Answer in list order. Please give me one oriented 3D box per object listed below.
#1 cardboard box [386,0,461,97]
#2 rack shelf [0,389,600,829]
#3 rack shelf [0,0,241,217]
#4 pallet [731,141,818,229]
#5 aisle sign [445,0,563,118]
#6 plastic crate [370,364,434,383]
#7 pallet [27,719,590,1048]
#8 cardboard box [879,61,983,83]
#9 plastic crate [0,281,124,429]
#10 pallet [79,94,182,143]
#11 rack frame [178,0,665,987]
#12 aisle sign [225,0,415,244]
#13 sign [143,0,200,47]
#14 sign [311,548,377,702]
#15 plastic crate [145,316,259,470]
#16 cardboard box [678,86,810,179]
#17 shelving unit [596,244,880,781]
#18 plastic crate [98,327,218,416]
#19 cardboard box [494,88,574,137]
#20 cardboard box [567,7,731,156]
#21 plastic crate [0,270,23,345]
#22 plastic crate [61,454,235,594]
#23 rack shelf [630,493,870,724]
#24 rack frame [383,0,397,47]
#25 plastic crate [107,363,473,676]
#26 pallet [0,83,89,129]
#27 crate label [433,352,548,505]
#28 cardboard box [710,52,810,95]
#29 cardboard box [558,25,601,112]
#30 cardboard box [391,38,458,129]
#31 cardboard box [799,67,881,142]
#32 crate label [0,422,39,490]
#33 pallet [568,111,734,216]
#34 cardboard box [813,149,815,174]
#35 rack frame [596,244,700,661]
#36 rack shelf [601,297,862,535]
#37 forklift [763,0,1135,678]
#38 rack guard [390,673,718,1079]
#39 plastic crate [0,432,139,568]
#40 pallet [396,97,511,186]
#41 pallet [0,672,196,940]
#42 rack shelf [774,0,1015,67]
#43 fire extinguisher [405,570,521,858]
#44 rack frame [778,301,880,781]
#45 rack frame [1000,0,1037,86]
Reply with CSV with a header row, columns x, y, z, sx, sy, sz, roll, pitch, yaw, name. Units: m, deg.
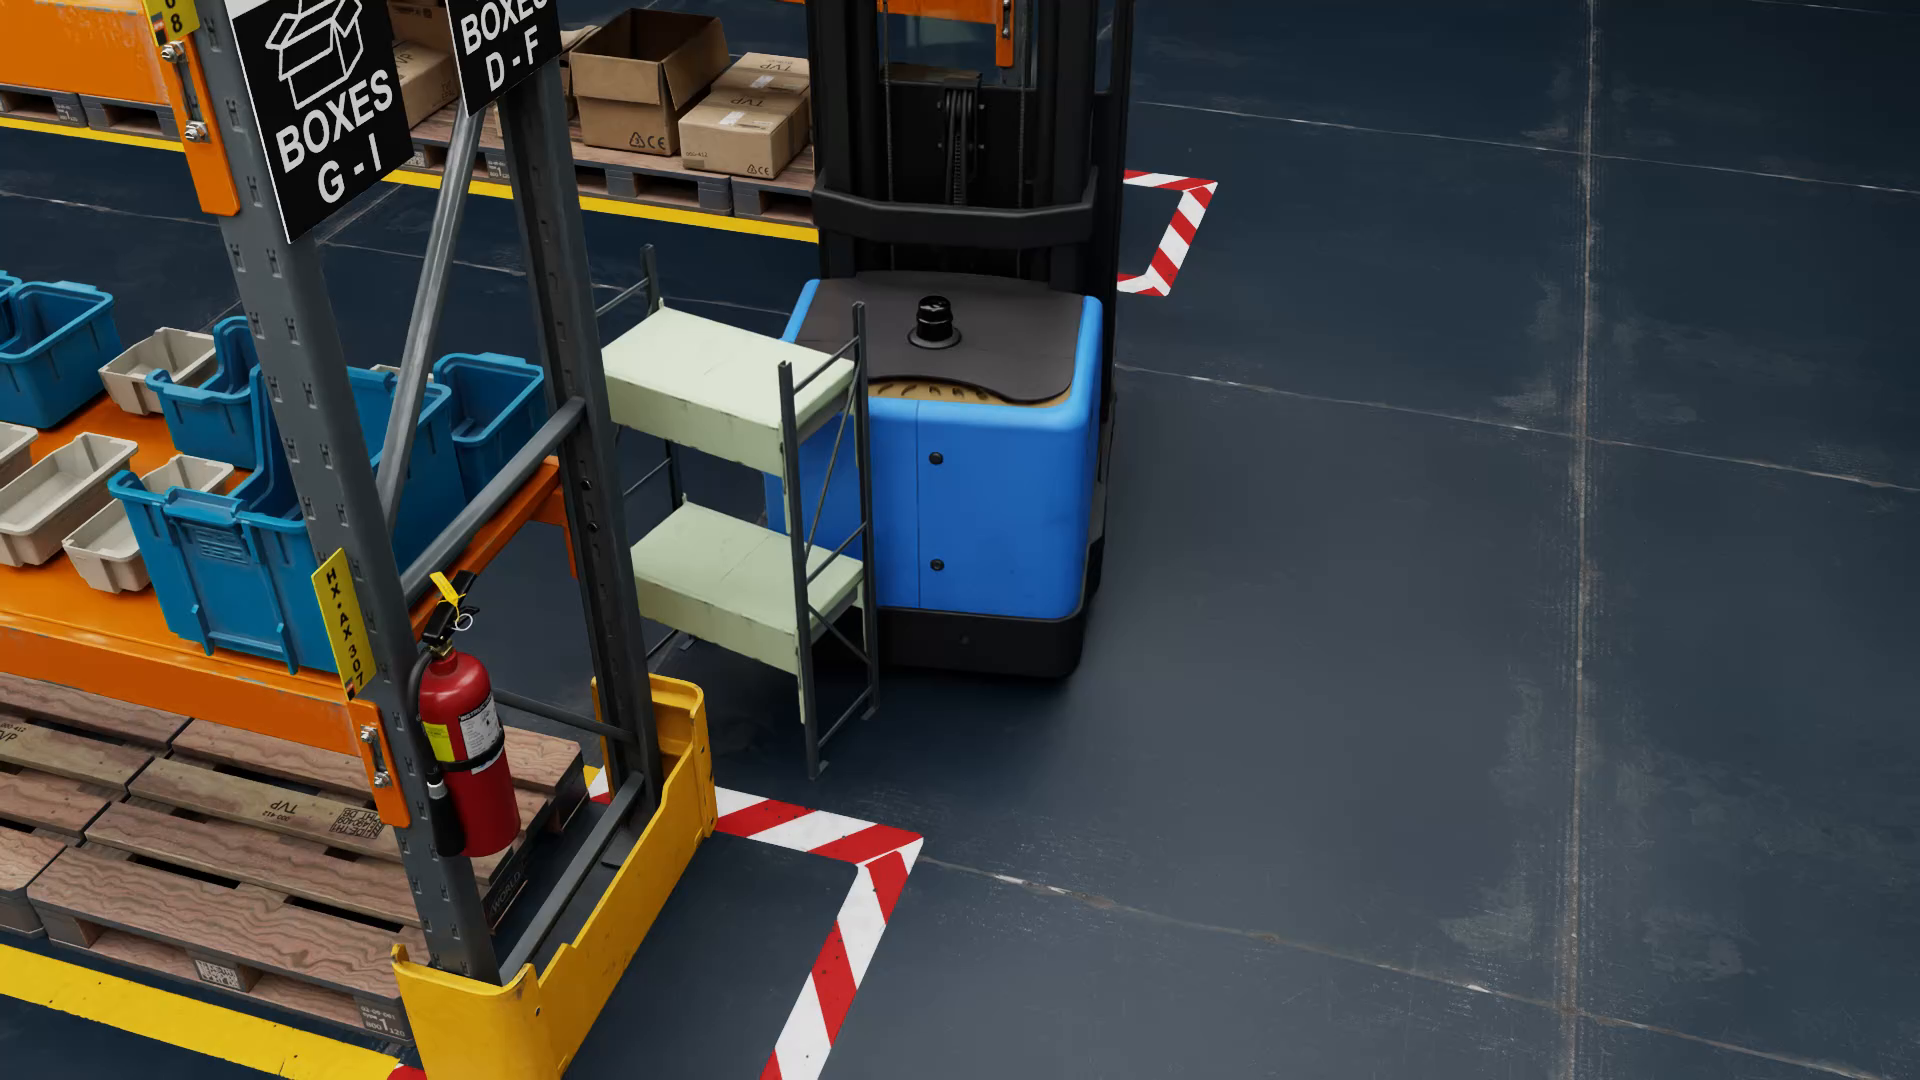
x,y,z,sx,sy,sz,roll,pitch,yaw,name
-2.798,-2.815,9.281,0.500,0.500,0.500,10,38,14,cardboard box
-2.998,-0.139,4.515,4.000,0.370,1.077,10,38,14,rack shelf
-2.998,-1.347,3.626,4.000,0.370,1.077,10,38,14,rack shelf
-0.442,-1.908,8.664,1.213,0.211,1.003,10,38,14,pallet
-0.931,-1.278,3.262,0.004,0.787,0.394,10,38,14,aisle sign
-1.507,-0.327,4.335,0.298,0.136,0.250,10,38,14,plastic crate
-1.864,0.880,4.876,1.213,0.211,1.003,10,38,14,pallet
-0.200,-2.004,8.180,0.500,0.500,0.500,10,38,14,cardboard box
-2.483,-0.495,4.482,0.300,0.233,0.416,10,38,14,plastic crate
-4.214,-2.584,9.582,1.213,0.211,1.003,10,38,14,pallet
-1.089,-0.075,3.822,0.127,3.000,1.000,10,38,14,rack frame
-1.107,-0.944,2.809,0.004,0.787,0.394,10,38,14,aisle sign
-1.237,-0.927,2.537,0.005,0.325,0.100,10,38,14,sign
-1.237,0.173,3.347,0.005,0.325,0.100,10,38,14,sign
-1.854,-0.378,4.324,0.300,0.233,0.416,10,38,14,plastic crate
-1.098,-2.089,8.506,0.500,0.250,0.500,10,38,14,cardboard box
-0.690,-0.058,5.064,0.755,1.500,0.431,18,40,23,shelving unit
-2.155,-0.447,4.498,0.298,0.136,0.250,10,38,14,plastic crate
-2.261,-2.277,8.832,0.250,0.166,0.380,10,38,14,cardboard box
-1.631,-2.427,8.752,0.637,0.503,0.797,10,38,14,cardboard box
-2.769,-0.548,4.554,0.300,0.233,0.416,10,38,14,plastic crate
-1.921,-0.035,3.939,0.243,0.136,0.396,10,38,14,plastic crate
-0.690,0.204,5.257,0.720,0.370,0.431,18,40,23,rack shelf
-3.426,-3.584,8.589,0.127,3.000,1.000,10,38,14,rack frame
-1.464,-0.067,3.730,0.499,0.435,0.616,10,38,14,plastic crate
-5.382,-2.798,9.874,1.213,0.211,1.003,10,38,14,pallet
-1.226,-0.262,4.166,0.303,0.233,0.416,10,38,14,crate label
-0.997,-2.380,8.902,0.500,0.250,0.500,10,38,14,cardboard box
-2.082,-2.606,9.157,0.500,0.311,0.500,10,38,14,cardboard box
-3.090,-2.482,8.989,0.500,0.311,0.500,10,38,14,cardboard box
-0.520,-2.292,8.782,0.500,0.250,0.500,10,38,14,cardboard box
-2.466,-0.130,4.068,0.243,0.136,0.396,10,38,14,crate label
-1.602,-2.125,8.959,1.213,0.211,1.003,10,38,14,pallet
-0.560,-1.993,8.446,0.250,0.166,0.380,10,38,14,cardboard box
-1.010,-0.164,5.207,0.023,1.500,0.400,18,40,23,rack frame
-0.690,-0.373,4.833,0.720,0.370,0.431,18,40,23,rack shelf
0.064,-1.588,5.935,1.130,2.935,3.031,4,37,6,forklift
-1.062,0.928,4.567,0.348,0.500,1.175,10,38,14,rack guard
-2.193,-0.094,4.020,0.243,0.136,0.396,10,38,14,plastic crate
-2.771,-2.339,9.250,1.213,0.211,1.003,10,38,14,pallet
-3.025,0.663,5.171,1.213,0.211,1.003,10,38,14,pallet
-1.517,-2.941,8.322,4.000,0.370,1.077,10,38,14,rack shelf
-1.080,0.390,3.570,0.183,0.674,0.296,10,38,14,fire extinguisher
-0.370,0.047,4.921,0.023,1.500,0.400,18,40,23,rack frame
0.392,-2.877,7.629,0.127,3.000,1.000,10,38,14,rack frame
